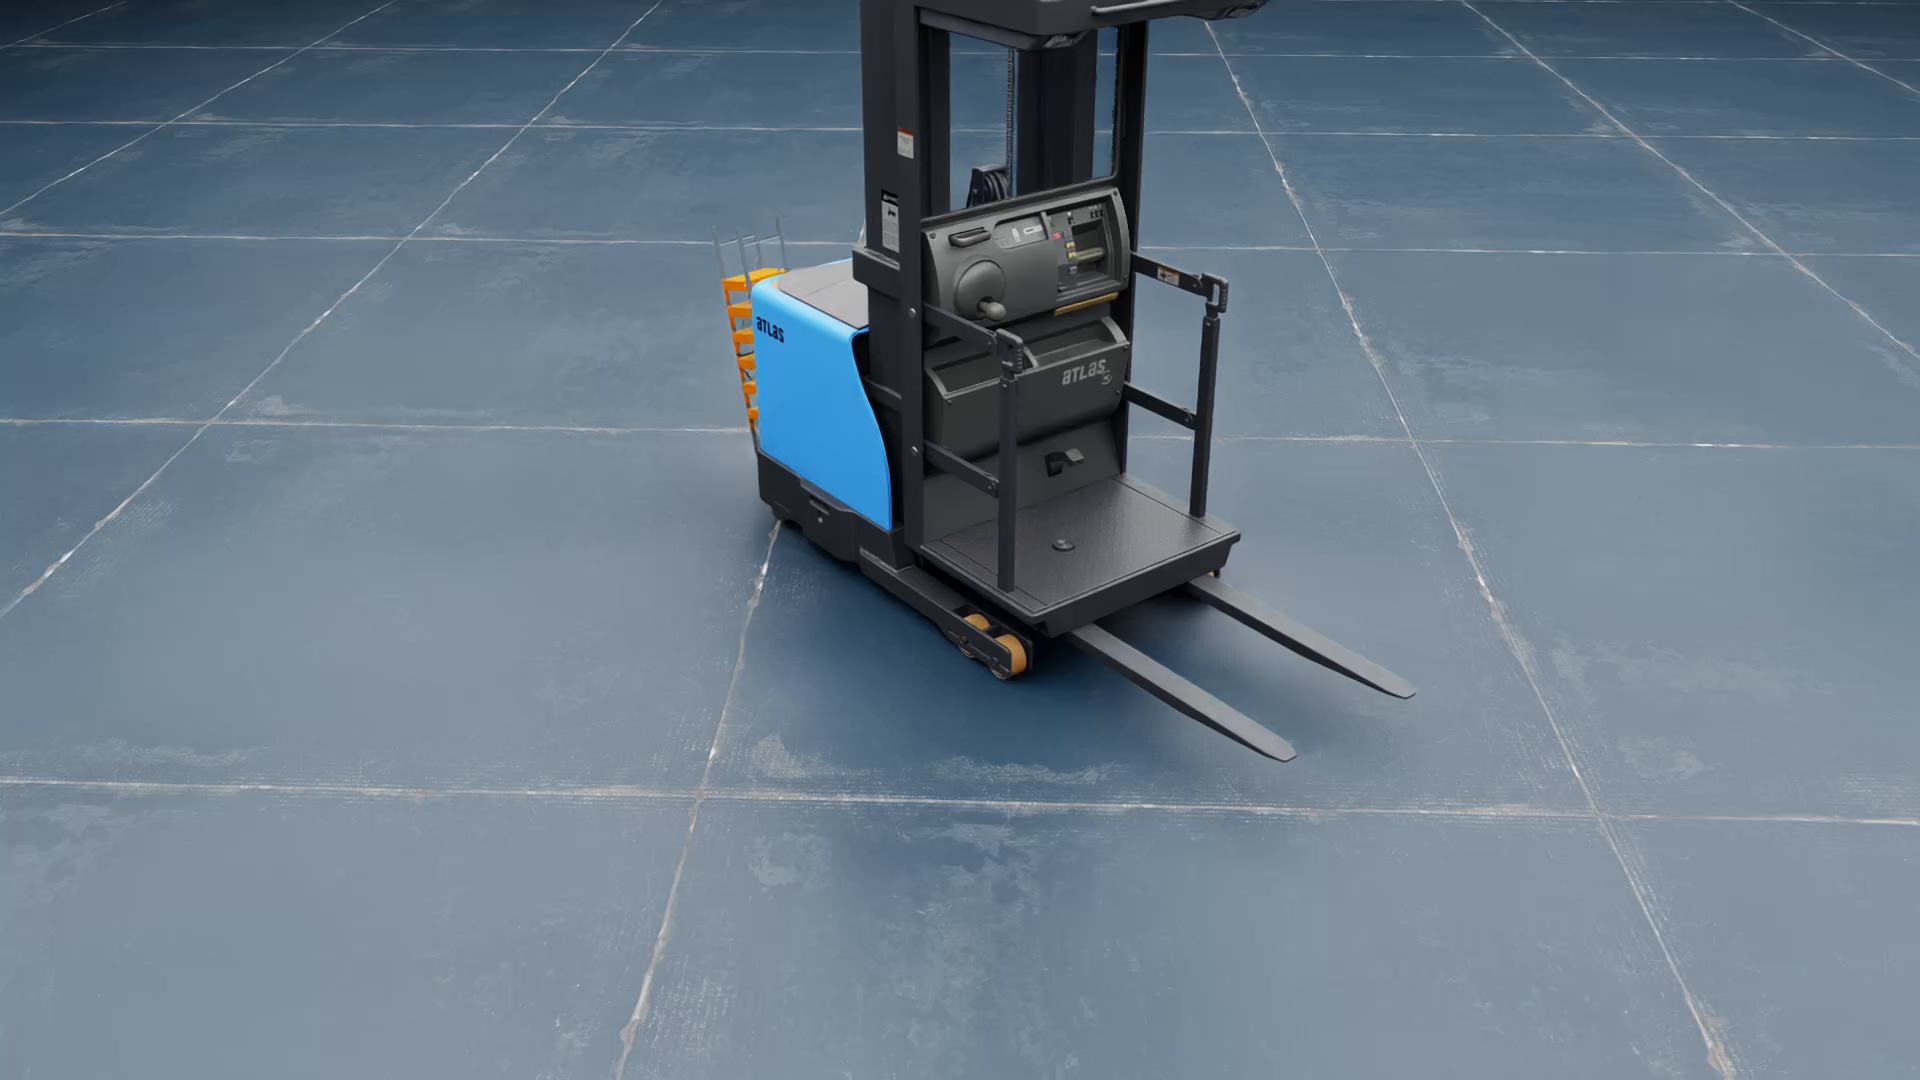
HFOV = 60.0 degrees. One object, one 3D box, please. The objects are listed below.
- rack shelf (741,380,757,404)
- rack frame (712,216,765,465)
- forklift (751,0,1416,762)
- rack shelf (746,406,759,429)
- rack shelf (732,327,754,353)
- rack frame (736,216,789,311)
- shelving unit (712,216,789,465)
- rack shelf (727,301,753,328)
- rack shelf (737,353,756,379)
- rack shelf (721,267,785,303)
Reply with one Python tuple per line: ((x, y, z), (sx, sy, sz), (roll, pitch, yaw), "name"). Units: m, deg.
((-0.840, -0.697, 7.612), (0.258, 0.103, 0.180), (-24, 24, -38), "rack shelf")
((-0.925, -0.864, 7.623), (0.240, 1.200, 0.006), (-24, 24, -38), "rack frame")
((0.397, -1.033, 6.070), (1.130, 2.935, 3.031), (-20, 34, -33), "forklift")
((-0.822, -0.585, 7.651), (0.258, 0.103, 0.180), (-24, 24, -38), "rack shelf")
((-0.874, -0.921, 7.533), (0.258, 0.103, 0.180), (-24, 24, -38), "rack shelf")
((-0.801, -0.837, 7.492), (0.240, 1.200, 0.006), (-24, 24, -38), "rack frame")
((-0.863, -0.850, 7.558), (0.258, 1.200, 0.189), (-24, 24, -38), "shelving unit")
((-0.891, -1.033, 7.494), (0.258, 0.103, 0.180), (-24, 24, -38), "rack shelf")
((-0.857, -0.809, 7.572), (0.258, 0.103, 0.180), (-24, 24, -38), "rack shelf")
((-0.909, -1.145, 7.455), (0.258, 0.103, 0.180), (-24, 24, -38), "rack shelf")
